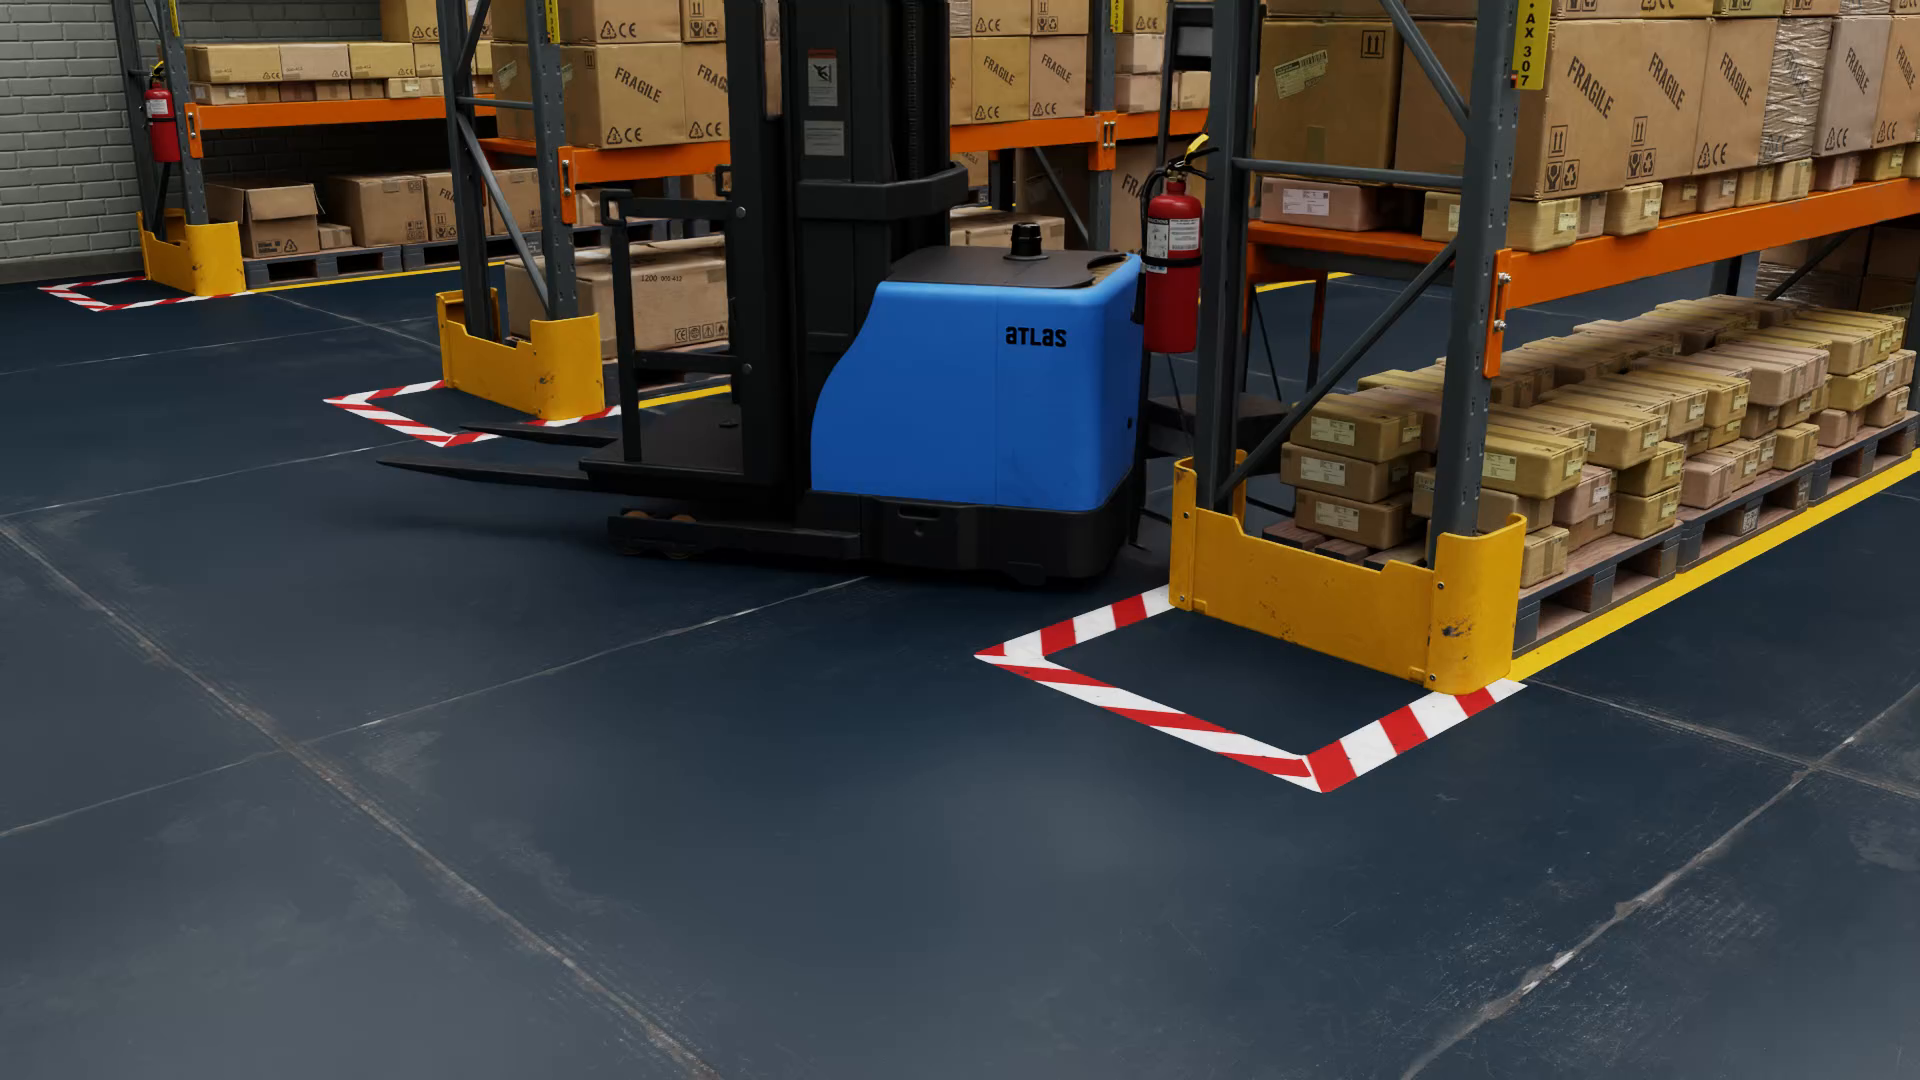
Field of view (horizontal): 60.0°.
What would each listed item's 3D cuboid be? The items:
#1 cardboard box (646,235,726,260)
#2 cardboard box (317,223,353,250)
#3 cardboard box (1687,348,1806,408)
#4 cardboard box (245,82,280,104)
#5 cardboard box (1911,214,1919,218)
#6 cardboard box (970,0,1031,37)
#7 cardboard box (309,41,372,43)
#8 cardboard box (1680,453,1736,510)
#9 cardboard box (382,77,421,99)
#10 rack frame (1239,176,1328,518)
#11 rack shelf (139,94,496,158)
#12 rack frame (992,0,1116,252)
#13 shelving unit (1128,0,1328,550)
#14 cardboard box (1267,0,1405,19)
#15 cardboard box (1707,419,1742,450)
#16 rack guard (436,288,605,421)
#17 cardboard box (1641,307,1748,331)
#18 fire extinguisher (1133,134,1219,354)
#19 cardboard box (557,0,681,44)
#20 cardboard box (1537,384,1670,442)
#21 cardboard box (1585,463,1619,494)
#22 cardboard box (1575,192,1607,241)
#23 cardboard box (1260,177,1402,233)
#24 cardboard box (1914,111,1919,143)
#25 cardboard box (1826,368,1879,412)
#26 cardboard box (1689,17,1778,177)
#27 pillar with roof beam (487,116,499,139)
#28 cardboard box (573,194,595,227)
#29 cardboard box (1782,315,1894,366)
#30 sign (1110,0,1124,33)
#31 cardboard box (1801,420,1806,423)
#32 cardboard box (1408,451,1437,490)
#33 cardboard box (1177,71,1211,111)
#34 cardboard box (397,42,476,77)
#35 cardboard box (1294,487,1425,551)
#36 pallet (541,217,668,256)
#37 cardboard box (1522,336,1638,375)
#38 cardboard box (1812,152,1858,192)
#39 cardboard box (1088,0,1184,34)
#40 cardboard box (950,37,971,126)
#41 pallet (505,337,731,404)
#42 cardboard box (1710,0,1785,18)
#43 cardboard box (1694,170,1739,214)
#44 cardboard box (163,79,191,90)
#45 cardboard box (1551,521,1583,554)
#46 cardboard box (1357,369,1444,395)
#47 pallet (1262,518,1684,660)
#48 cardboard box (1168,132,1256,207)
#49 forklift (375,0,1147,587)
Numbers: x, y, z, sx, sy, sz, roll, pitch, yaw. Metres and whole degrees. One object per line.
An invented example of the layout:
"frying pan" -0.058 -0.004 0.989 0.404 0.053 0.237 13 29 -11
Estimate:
"cardboard box" -1.231 -1.525 9.799 0.875 0.438 0.875 -15 24 -39
"cardboard box" -4.869 -2.331 12.753 0.380 0.149 0.250 17 24 42
"cardboard box" 3.103 -0.646 6.591 0.380 0.149 0.250 17 24 42
"cardboard box" -5.134 -3.251 12.055 0.250 0.149 0.380 -15 24 -39
"cardboard box" 5.183 -1.524 8.478 0.500 0.250 0.500 -15 23 -39
"cardboard box" 0.078 -3.290 9.984 0.500 0.500 0.500 -17 24 -42
"cardboard box" -4.824 -3.738 12.911 0.500 0.250 0.500 -15 23 -39
"cardboard box" 2.705 -0.248 6.326 0.380 0.149 0.250 16 24 41
"cardboard box" -4.317 -3.448 12.664 0.380 0.149 0.250 17 25 42
"rack frame" 1.204 -0.999 6.126 0.015 2.100 0.400 -8 20 -33
"rack shelf" -4.261 -3.379 13.211 4.000 0.370 1.077 -16 24 -41
"rack frame" 0.605 -3.034 10.979 0.127 3.000 1.000 -16 24 -41
"shelving unit" 1.001 -0.969 5.994 0.503 2.100 0.431 -8 20 -33
"cardboard box" 1.335 -1.916 5.265 0.500 0.500 0.500 -17 24 -42
"cardboard box" 2.845 -0.483 6.572 0.250 0.149 0.380 -15 23 -38
"rack guard" -2.319 -0.992 8.734 0.348 0.500 1.175 -16 24 -41
"cardboard box" 3.296 -0.936 7.486 0.250 0.149 0.380 -17 24 -42
"fire extinguisher" 0.673 -0.934 5.233 0.183 0.674 0.296 -16 24 -41
"cardboard box" -1.757 -2.747 8.312 0.500 0.500 0.500 -17 25 -42
"cardboard box" 2.299 -0.441 5.959 0.380 0.149 0.250 16 24 41
"cardboard box" 2.085 -0.254 5.864 0.250 0.149 0.380 -16 24 -40
"cardboard box" 1.790 -1.037 5.228 0.250 0.149 0.380 -15 23 -39
"cardboard box" 1.216 -1.111 5.456 0.250 0.149 0.380 -16 24 -41
"cardboard box" 3.922 -1.969 7.051 0.500 0.500 0.500 -16 24 -41
"cardboard box" 3.698 -0.672 7.154 0.380 0.149 0.250 17 24 42
"cardboard box" 2.425 -1.541 5.729 0.500 0.500 0.500 -16 24 -40
"pillar with roof beam" -0.975 -6.089 10.674 0.400 9.000 9.100 -16 24 -41
"cardboard box" -3.270 -2.785 13.964 0.258 0.266 0.396 -15 23 -39
"cardboard box" 3.841 -0.876 7.300 0.250 0.149 0.380 -16 24 -40
"sign" 0.988 -3.359 10.450 0.005 0.325 0.100 -16 24 -41
"cardboard box" 3.360 -0.495 7.089 0.250 0.149 0.380 -17 25 -42
"cardboard box" 1.587 -0.303 6.014 0.250 0.149 0.380 -17 25 -42
"cardboard box" 1.481 -3.107 11.446 0.500 0.250 0.500 -17 25 -42
"cardboard box" -4.110 -3.732 12.893 0.500 0.250 0.500 -17 25 -42
"cardboard box" 1.412 -0.100 5.872 0.250 0.149 0.380 -16 24 -40
"pallet" -3.308 -2.674 14.389 1.213 0.211 1.003 -16 24 -41
"cardboard box" 2.534 -0.721 6.821 0.250 0.149 0.380 -16 24 -41
"cardboard box" 3.304 -1.478 6.587 0.380 0.149 0.250 17 24 41
"cardboard box" 1.122 -3.586 10.898 0.500 0.500 0.500 -16 24 -40
"cardboard box" -0.282 -2.706 9.805 0.500 0.500 0.500 -17 24 -42
"pallet" -1.774 -1.047 9.371 1.213 0.211 1.003 -16 24 -41
"cardboard box" 2.437 -2.012 5.562 0.500 0.500 0.500 -17 25 -42
"cardboard box" 2.529 -1.266 5.933 0.250 0.149 0.380 -17 24 -42
"cardboard box" -5.658 -3.309 12.234 0.250 0.149 0.380 -17 24 -41
"cardboard box" 1.908 -0.055 5.733 0.250 0.149 0.380 -16 24 -41
"cardboard box" 1.707 -0.518 6.195 0.250 0.149 0.380 -17 25 -42
"pallet" 1.843 0.048 5.995 1.213 0.211 1.003 -16 24 -41
"cardboard box" 1.652 -2.565 12.298 0.875 0.875 0.875 -15 23 -39
"forklift" -0.829 -1.469 6.264 3.031 2.935 1.130 5 19 16
